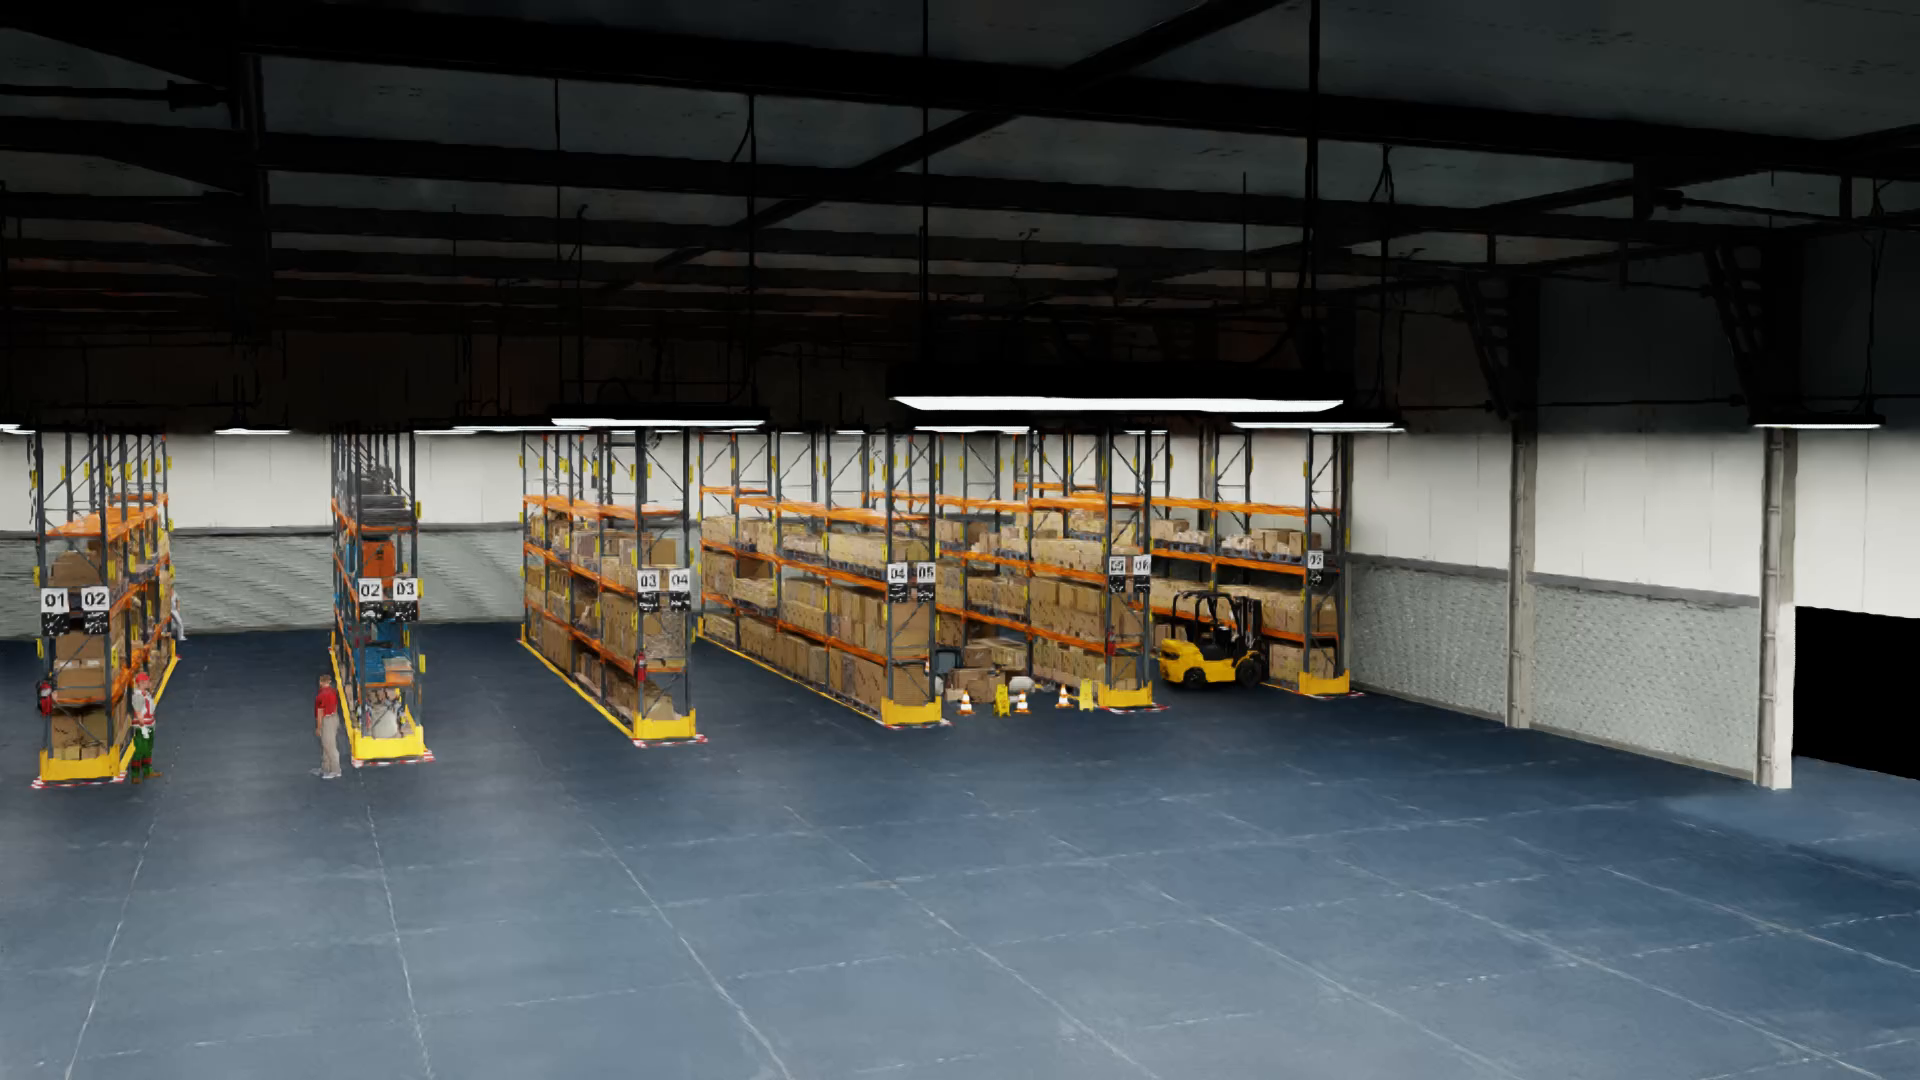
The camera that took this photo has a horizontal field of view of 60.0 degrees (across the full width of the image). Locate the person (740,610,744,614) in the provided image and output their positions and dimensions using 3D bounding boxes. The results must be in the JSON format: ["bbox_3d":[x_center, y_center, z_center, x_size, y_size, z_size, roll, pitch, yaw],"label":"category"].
[{"bbox_3d":[-6.593,1.804,49.461,0.521,1.666,0.609,-3,5,-38],"label":"person"}]

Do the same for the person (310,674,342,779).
[{"bbox_3d":[-10.665,3.104,27.924,0.598,1.711,0.675,0,4,-3],"label":"person"}]

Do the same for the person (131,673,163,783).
[{"bbox_3d":[-13.508,3.085,27.543,0.394,1.788,0.693,-1,4,-10],"label":"person"}]

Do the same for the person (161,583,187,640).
[{"bbox_3d":[-22.089,2.003,46.558,0.609,1.604,0.814,-3,5,-39],"label":"person"}]
